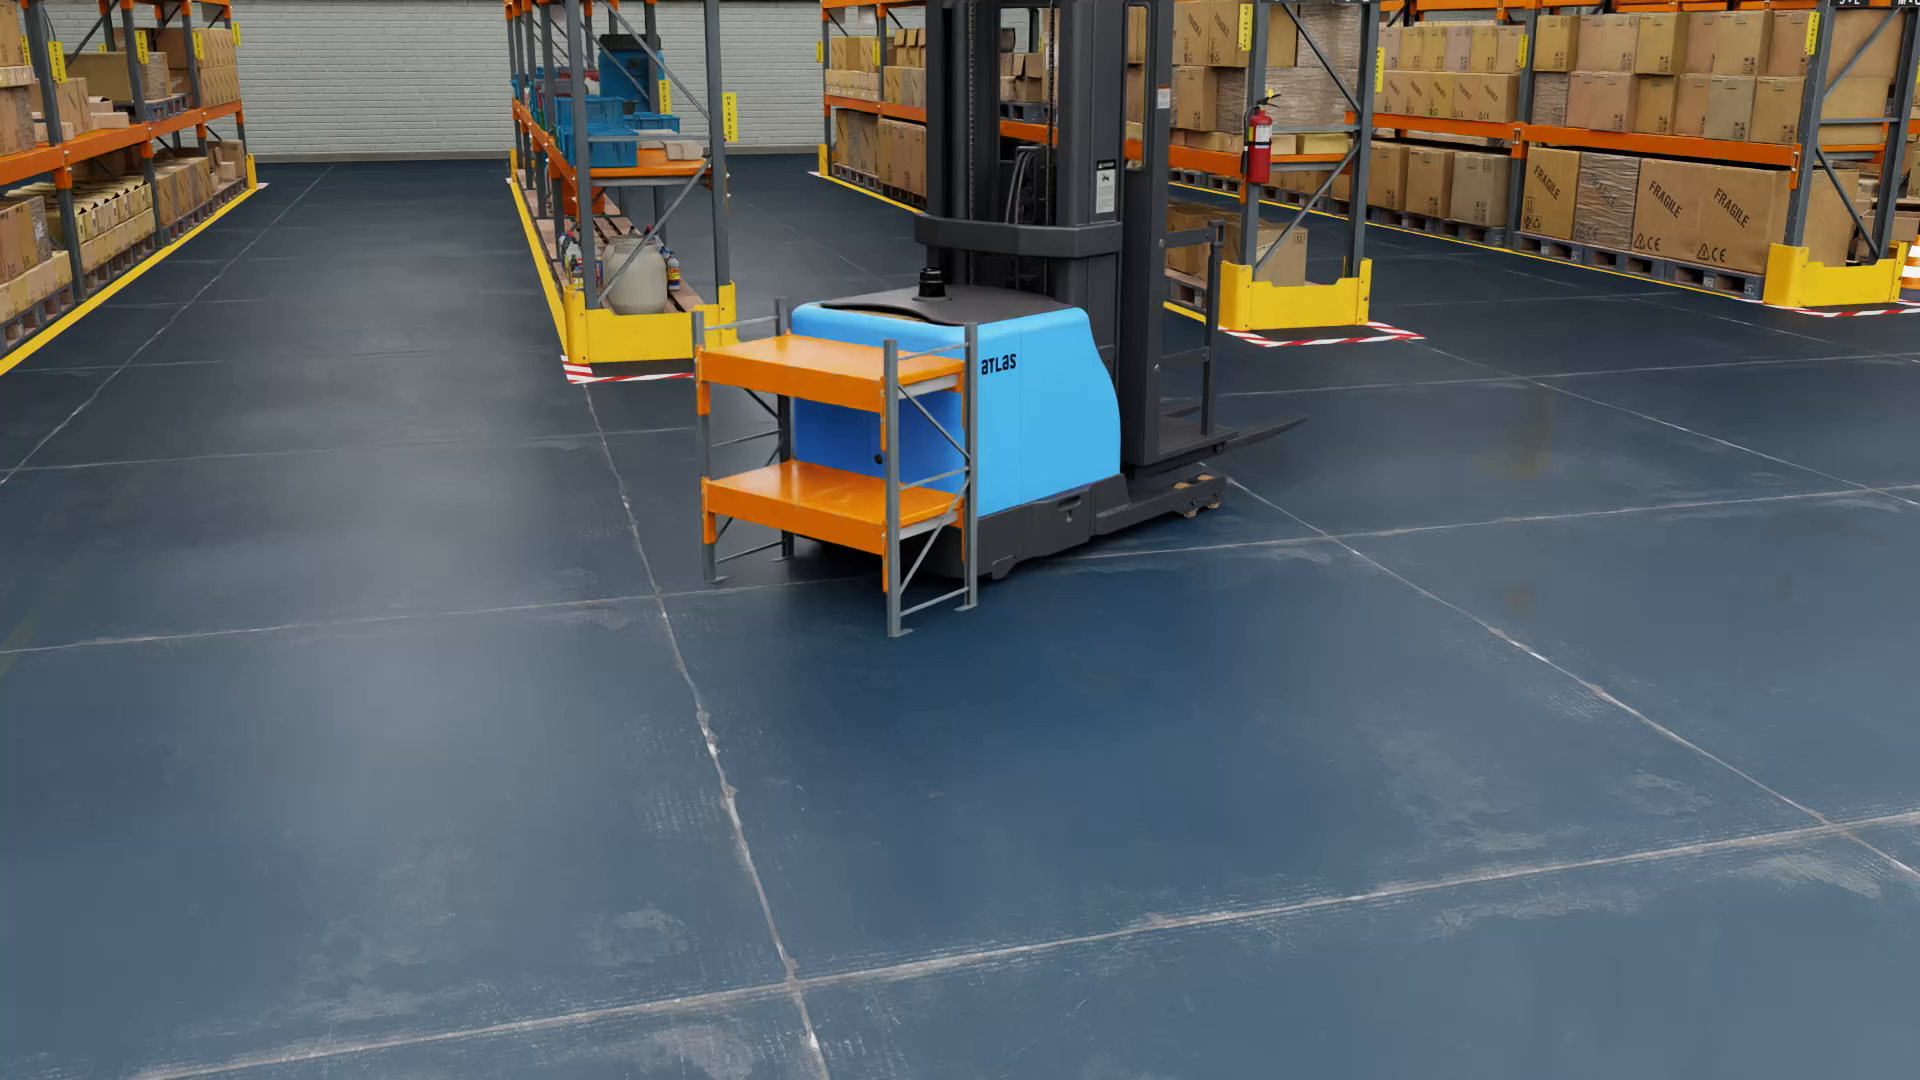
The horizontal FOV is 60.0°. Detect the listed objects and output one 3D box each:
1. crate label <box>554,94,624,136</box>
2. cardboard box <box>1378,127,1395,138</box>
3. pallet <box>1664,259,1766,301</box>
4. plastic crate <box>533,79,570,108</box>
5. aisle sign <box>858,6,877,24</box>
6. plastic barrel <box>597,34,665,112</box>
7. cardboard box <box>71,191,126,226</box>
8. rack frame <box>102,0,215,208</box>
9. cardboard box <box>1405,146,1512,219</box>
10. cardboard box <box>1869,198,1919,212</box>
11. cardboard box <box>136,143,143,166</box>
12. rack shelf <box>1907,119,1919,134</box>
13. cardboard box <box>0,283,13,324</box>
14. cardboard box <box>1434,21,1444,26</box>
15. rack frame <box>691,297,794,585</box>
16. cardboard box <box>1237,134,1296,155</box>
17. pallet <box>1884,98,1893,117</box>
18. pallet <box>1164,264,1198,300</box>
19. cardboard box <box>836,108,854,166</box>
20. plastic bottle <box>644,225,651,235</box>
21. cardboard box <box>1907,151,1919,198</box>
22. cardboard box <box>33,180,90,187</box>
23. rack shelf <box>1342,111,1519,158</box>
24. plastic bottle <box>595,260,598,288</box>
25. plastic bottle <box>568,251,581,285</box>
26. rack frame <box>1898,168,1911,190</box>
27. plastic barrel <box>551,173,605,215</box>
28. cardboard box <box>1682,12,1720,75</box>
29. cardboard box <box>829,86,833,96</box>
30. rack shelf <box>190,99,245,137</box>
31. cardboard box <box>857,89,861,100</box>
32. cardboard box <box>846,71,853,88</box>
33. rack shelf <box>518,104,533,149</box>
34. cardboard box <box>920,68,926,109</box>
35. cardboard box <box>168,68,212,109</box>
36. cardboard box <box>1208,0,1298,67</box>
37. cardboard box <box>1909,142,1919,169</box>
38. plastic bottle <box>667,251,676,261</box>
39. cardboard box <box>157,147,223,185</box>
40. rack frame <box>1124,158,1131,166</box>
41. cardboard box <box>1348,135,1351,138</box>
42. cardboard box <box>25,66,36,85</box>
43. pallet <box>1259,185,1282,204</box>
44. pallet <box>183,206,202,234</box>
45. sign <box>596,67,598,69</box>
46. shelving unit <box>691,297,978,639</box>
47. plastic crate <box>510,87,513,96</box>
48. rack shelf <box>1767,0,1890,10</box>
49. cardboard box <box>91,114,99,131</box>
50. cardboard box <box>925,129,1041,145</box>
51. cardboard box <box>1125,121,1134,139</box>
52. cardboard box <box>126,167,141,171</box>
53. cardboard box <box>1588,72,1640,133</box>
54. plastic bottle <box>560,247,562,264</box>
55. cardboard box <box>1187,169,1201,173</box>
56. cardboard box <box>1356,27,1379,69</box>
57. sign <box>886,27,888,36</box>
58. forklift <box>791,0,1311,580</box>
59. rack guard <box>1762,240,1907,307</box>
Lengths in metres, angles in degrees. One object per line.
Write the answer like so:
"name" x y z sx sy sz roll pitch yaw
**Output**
"crate label" -2.879 -3.232 12.935 0.502 0.435 0.616 -5 17 -15
"cardboard box" 8.058 -7.127 29.688 0.875 0.438 0.875 -5 18 -17
"pallet" 7.151 -2.362 14.949 1.003 0.211 1.213 -5 17 -15
"plastic crate" -4.161 -4.499 17.105 0.402 0.464 0.583 -5 17 -15
"aisle sign" -1.479 -8.833 27.124 0.394 0.787 0.004 -5 17 -15
"plastic barrel" -3.027 -4.204 15.363 0.600 0.901 0.708 -5 17 -15
"cardboard box" -8.274 -3.155 15.815 0.500 0.311 0.500 -4 17 -14
"rack frame" -10.174 -5.656 21.066 1.000 3.000 0.127 -5 17 -15
"cardboard box" 5.828 -4.144 19.216 1.050 0.750 0.750 -5 17 -15
"cardboard box" 10.065 -3.408 17.926 0.500 0.500 0.500 7 18 23
"cardboard box" -10.001 -4.599 19.824 0.500 0.250 0.500 -5 17 -15
"rack shelf" 11.628 -4.111 17.173 1.077 0.370 4.000 -5 17 -15
"cardboard box" -7.088 -1.663 11.823 0.500 0.250 0.500 -5 17 -15
"cardboard box" 8.117 -8.544 27.643 0.380 0.149 0.250 -5 17 -15
"rack frame" -0.888 -0.412 6.869 0.032 1.125 0.500 13 21 37
"cardboard box" 2.373 -3.061 12.864 0.380 0.149 0.250 -5 17 -15
"pallet" 11.008 -5.139 19.681 1.003 0.211 1.213 -5 17 -15
"pallet" 2.108 -2.368 14.969 1.003 0.211 1.213 -5 17 -15
"cardboard box" -1.495 -6.557 27.030 0.875 0.875 0.875 -5 17 -15
"plastic bottle" -2.758 -2.620 14.800 0.144 0.351 0.185 -5 17 -17
"cardboard box" 10.981 -4.067 18.524 0.500 0.500 0.500 -4 17 -13
"cardboard box" -9.213 -3.534 17.077 0.500 0.311 0.500 -4 17 -13
"rack shelf" 5.797 -4.798 19.461 1.077 0.370 4.000 -5 17 -15
"plastic bottle" -2.980 -2.190 13.487 0.061 0.283 0.133 -5 17 -15
"plastic bottle" -3.120 -2.217 13.587 0.152 0.276 0.135 -5 17 -17
"rack frame" 11.082 -5.009 18.912 0.949 2.616 0.053 -5 17 -15
"plastic barrel" -4.462 -4.235 19.381 0.600 0.830 0.708 -5 17 -15
"cardboard box" 7.118 -4.488 15.041 0.875 0.550 0.550 -5 17 -15
"cardboard box" -1.895 -7.229 26.740 0.380 0.149 0.250 -5 17 -16
"rack shelf" -10.724 -5.864 23.011 1.077 0.370 4.000 -5 17 -15
"cardboard box" -1.330 -6.661 24.848 0.380 0.149 0.250 -4 17 -14
"cardboard box" -1.443 -7.034 25.399 0.500 0.250 0.500 -5 17 -16
"rack shelf" -4.861 -5.148 20.628 1.077 0.370 4.000 -5 17 -15
"cardboard box" -0.200 -5.778 21.299 0.500 0.500 0.500 -5 18 -17
"cardboard box" -10.052 -5.866 21.593 0.500 0.500 0.500 -4 17 -14
"cardboard box" 2.261 -3.920 12.860 0.500 0.500 0.500 -5 17 -15
"cardboard box" 14.428 -5.612 24.537 0.500 0.500 0.500 -4 17 -14
"plastic bottle" -2.356 -2.227 13.608 0.061 0.283 0.133 -4 17 -14
"cardboard box" -10.696 -5.190 23.090 0.797 0.503 0.637 -5 17 -15
"rack frame" 1.553 -4.225 16.304 0.949 2.616 0.053 -5 17 -15
"cardboard box" 4.808 -5.227 21.951 0.500 0.250 0.500 -5 17 -17
"cardboard box" -7.695 -3.743 13.397 0.380 0.149 0.250 -5 17 -15
"pallet" 4.703 -4.913 23.441 1.003 0.211 1.213 -5 17 -15
"pallet" -9.575 -3.760 19.602 1.003 0.211 1.213 -5 17 -15
"sign" -4.881 -6.222 22.469 0.100 0.325 0.005 -5 17 -15
"shelving unit" -0.496 -0.319 6.560 1.048 1.125 0.538 13 21 37
"plastic crate" -6.750 -6.865 25.448 0.250 0.136 0.298 -5 17 -15
"rack shelf" 14.201 -8.154 25.418 1.077 0.370 4.000 -5 17 -15
"cardboard box" -8.670 -4.081 16.259 0.380 0.149 0.250 -3 17 -11
"cardboard box" 0.281 -4.707 20.873 1.225 0.875 0.875 -6 18 -18
"cardboard box" 1.687 -3.678 14.917 0.380 0.149 0.250 -5 17 -15
"cardboard box" -9.850 -4.091 19.437 0.500 0.500 0.500 -5 18 -17
"cardboard box" 6.668 -4.251 16.128 0.875 0.550 0.550 -5 17 -15
"plastic bottle" -3.518 -2.553 14.836 0.097 0.201 0.097 0 17 0
"cardboard box" 3.713 -5.719 25.503 0.380 0.149 0.250 -4 17 -15
"cardboard box" 5.361 -6.097 20.625 0.700 0.500 0.500 -5 17 -16
"sign" -1.222 -8.251 27.283 0.100 0.325 0.005 -5 17 -15
"forklift" 0.623 -1.593 7.660 1.130 2.935 3.031 14 22 39
"rack guard" 7.453 -2.279 14.169 1.175 0.500 0.348 -5 17 -15
